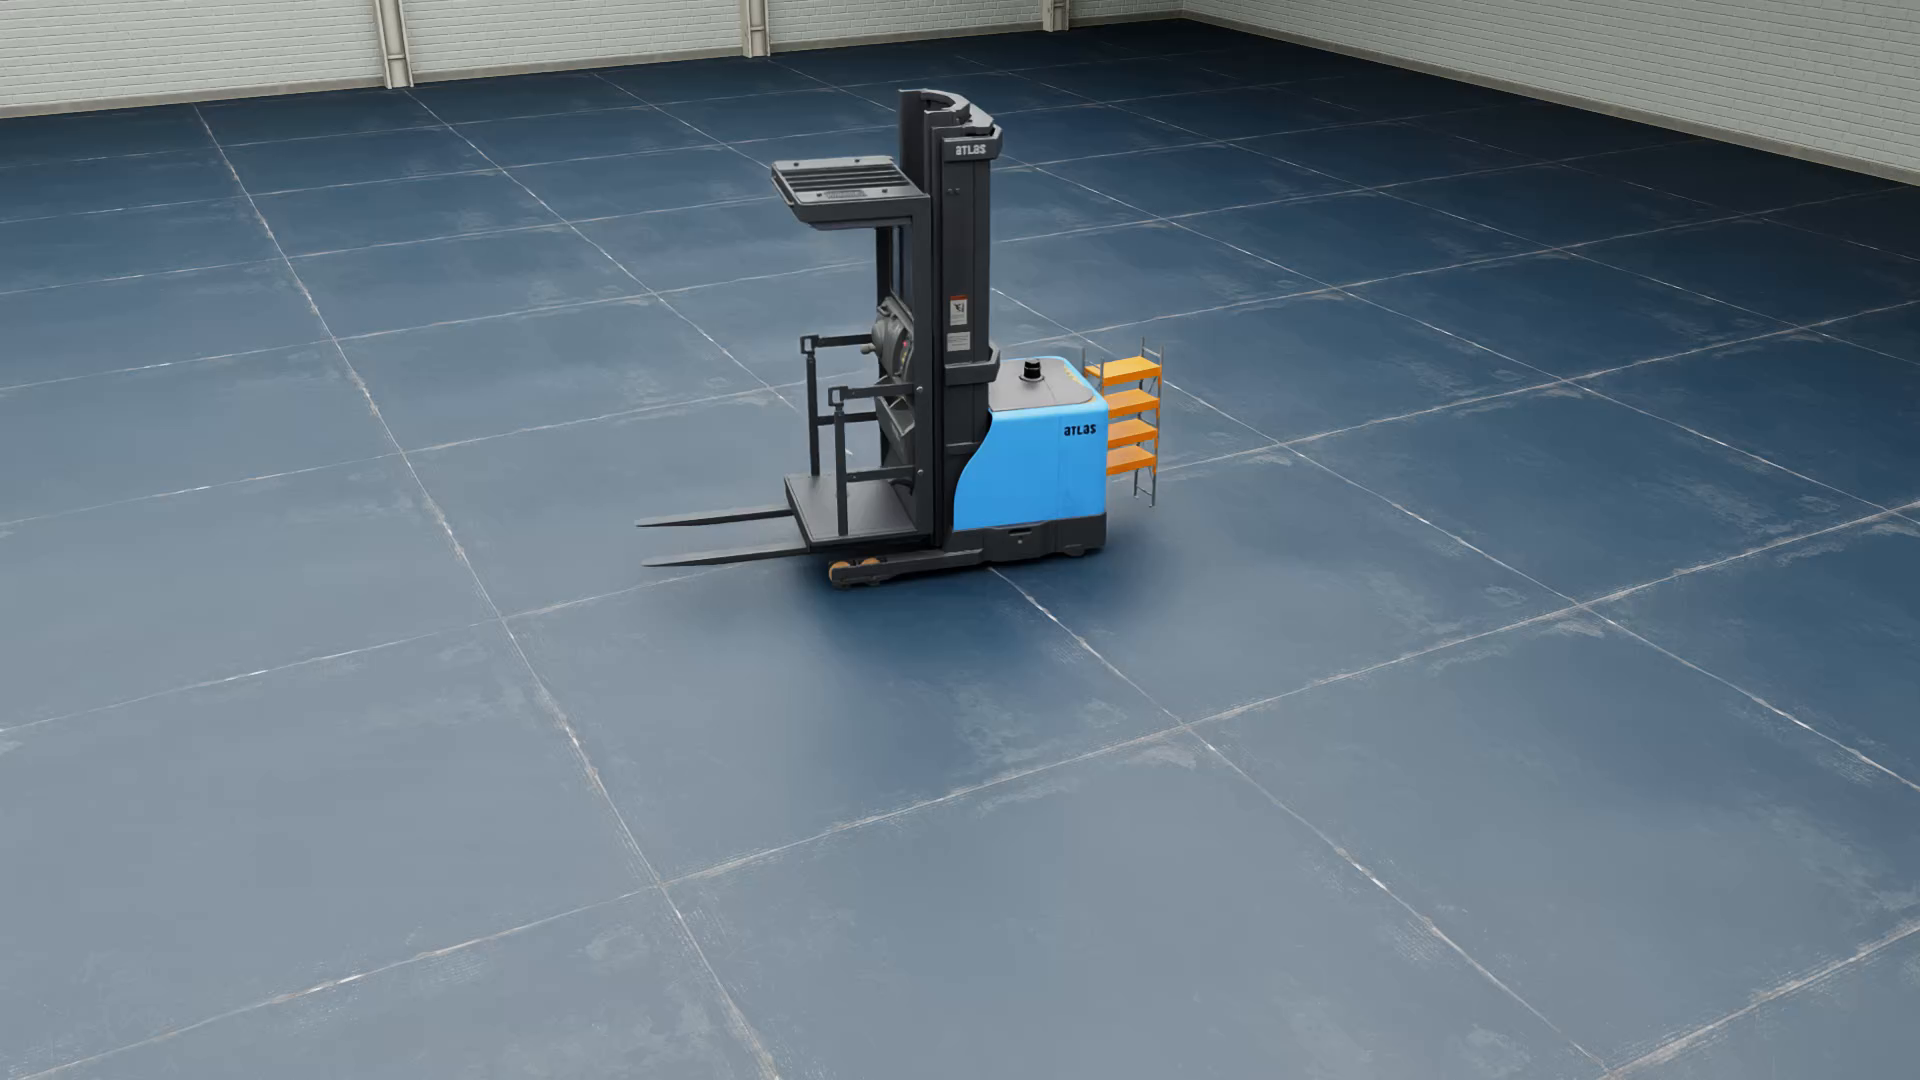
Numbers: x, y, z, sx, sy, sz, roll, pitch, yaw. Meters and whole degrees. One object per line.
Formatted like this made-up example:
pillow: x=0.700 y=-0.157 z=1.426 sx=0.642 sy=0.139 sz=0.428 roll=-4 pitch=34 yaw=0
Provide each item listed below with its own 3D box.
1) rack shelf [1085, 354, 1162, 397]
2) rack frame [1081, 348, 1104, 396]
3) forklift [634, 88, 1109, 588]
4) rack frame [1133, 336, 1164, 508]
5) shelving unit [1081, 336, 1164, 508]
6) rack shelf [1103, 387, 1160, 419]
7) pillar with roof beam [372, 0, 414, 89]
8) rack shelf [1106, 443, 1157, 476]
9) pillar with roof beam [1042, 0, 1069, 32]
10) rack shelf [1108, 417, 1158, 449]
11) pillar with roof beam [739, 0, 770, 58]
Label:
rack shelf: x=1.097 y=-1.113 z=11.274 sx=0.480 sy=0.148 sz=0.258 roll=-14 pitch=29 yaw=-27
rack frame: x=0.886 y=-0.706 z=11.335 sx=0.015 sy=1.200 sz=0.240 roll=-14 pitch=29 yaw=-27
forklift: x=-0.605 y=-1.266 z=10.501 sx=3.031 sy=2.935 sz=1.130 roll=-6 pitch=26 yaw=-13
rack frame: x=1.308 y=-0.812 z=11.554 sx=0.015 sy=1.200 sz=0.240 roll=-14 pitch=29 yaw=-27
shelving unit: x=1.097 y=-0.759 z=11.444 sx=0.503 sy=1.200 sz=0.258 roll=-14 pitch=29 yaw=-27
rack shelf: x=1.097 y=-0.900 z=11.377 sx=0.480 sy=0.148 sz=0.258 roll=-14 pitch=29 yaw=-27
pillar with roof beam: x=-6.773 y=-9.535 z=20.712 sx=0.400 sy=9.000 sz=9.100 roll=-13 pitch=29 yaw=-25
rack shelf: x=1.097 y=-0.519 z=11.560 sx=0.480 sy=0.148 sz=0.258 roll=-14 pitch=29 yaw=-27
pillar with roof beam: x=3.815 y=-11.979 z=25.803 sx=0.400 sy=9.000 sz=9.100 roll=-13 pitch=29 yaw=-25
rack shelf: x=1.097 y=-0.698 z=11.474 sx=0.480 sy=0.148 sz=0.258 roll=-14 pitch=29 yaw=-27
pillar with roof beam: x=-1.479 y=-10.757 z=23.258 sx=0.400 sy=9.000 sz=9.100 roll=-13 pitch=29 yaw=-25
